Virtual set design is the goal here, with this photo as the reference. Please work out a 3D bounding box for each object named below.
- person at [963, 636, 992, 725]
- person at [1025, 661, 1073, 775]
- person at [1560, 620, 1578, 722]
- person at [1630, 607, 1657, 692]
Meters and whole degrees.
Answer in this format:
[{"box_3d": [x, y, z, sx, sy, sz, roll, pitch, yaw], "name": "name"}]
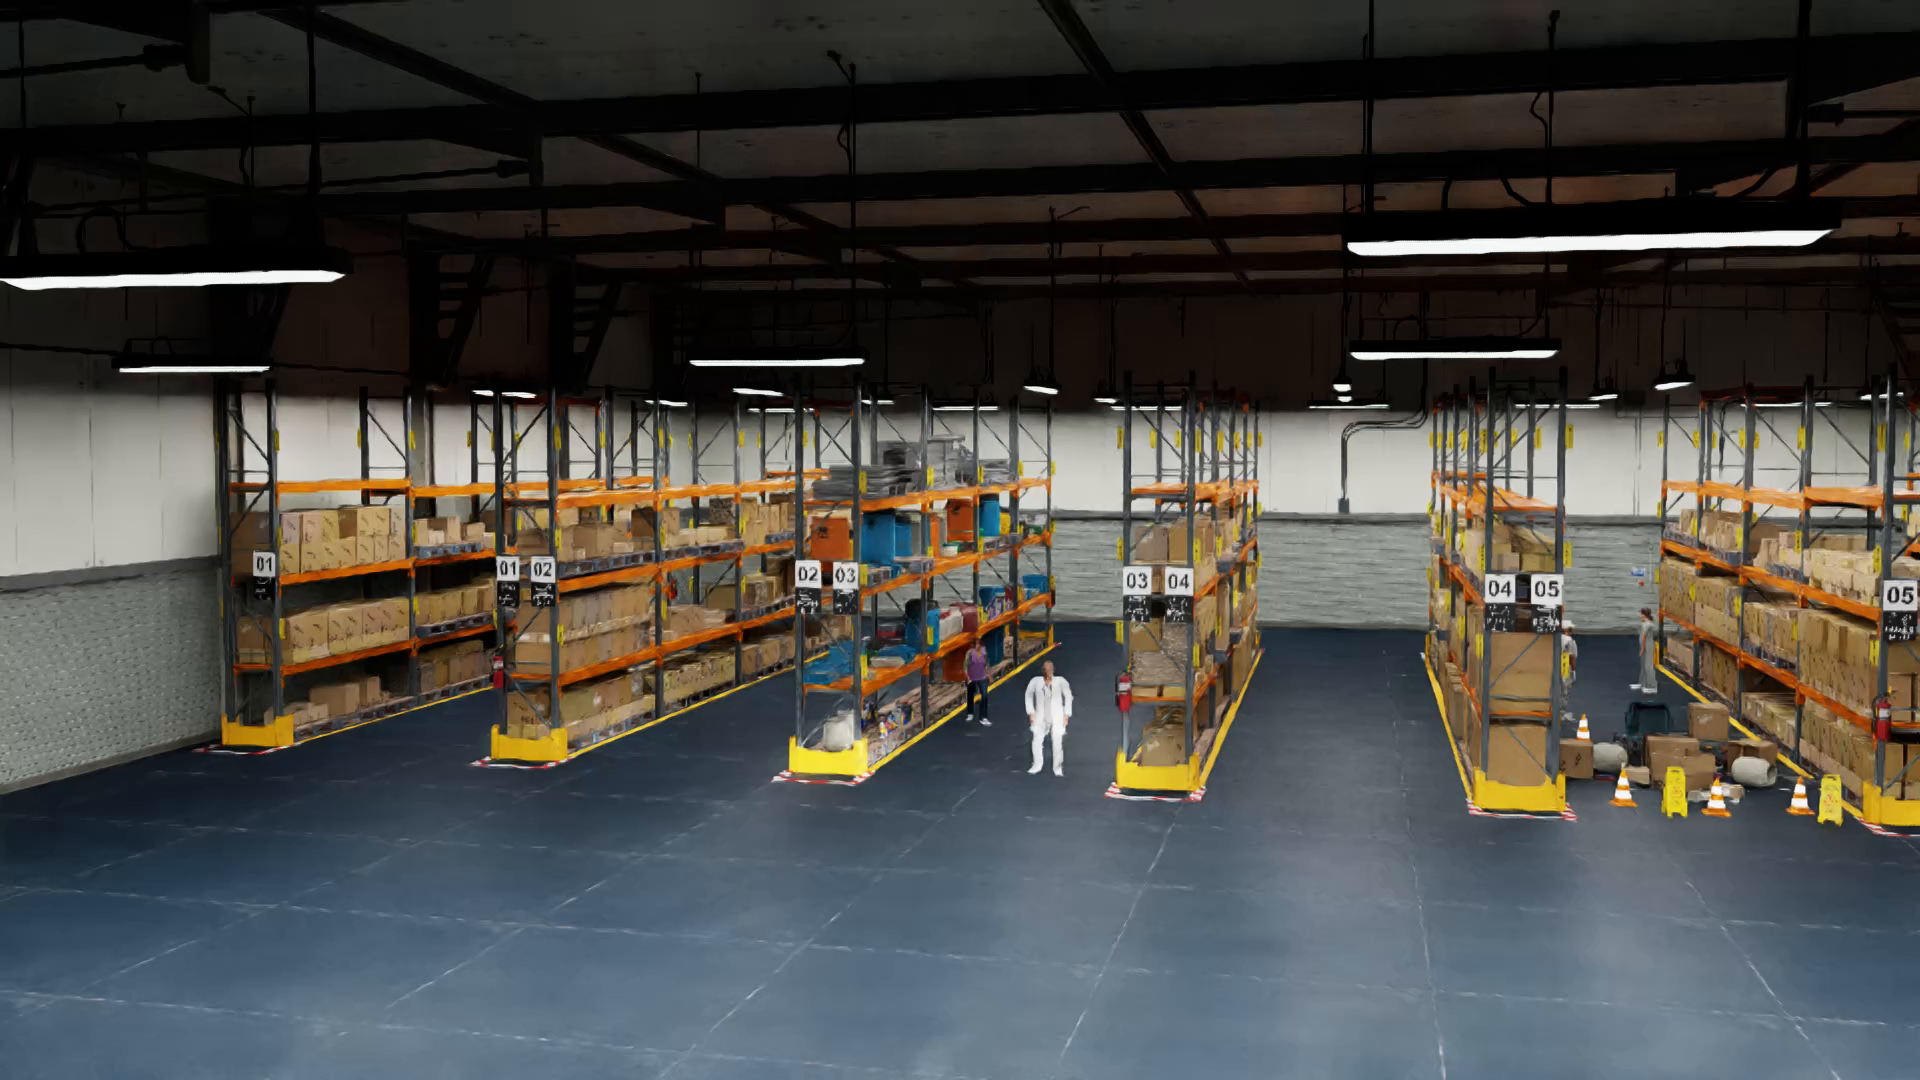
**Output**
[{"box_3d": [0.300, 2.473, 29.398, 0.547, 1.527, 0.657, -1, 3, -9], "name": "person"}, {"box_3d": [1.324, 2.649, 24.874, 0.729, 1.732, 0.546, 1, 4, 12], "name": "person"}, {"box_3d": [10.828, 2.307, 29.672, 0.480, 1.784, 0.629, -1, 3, -11], "name": "person"}, {"box_3d": [13.618, 2.166, 33.073, 0.545, 1.670, 0.545, 2, 4, 32], "name": "person"}]
